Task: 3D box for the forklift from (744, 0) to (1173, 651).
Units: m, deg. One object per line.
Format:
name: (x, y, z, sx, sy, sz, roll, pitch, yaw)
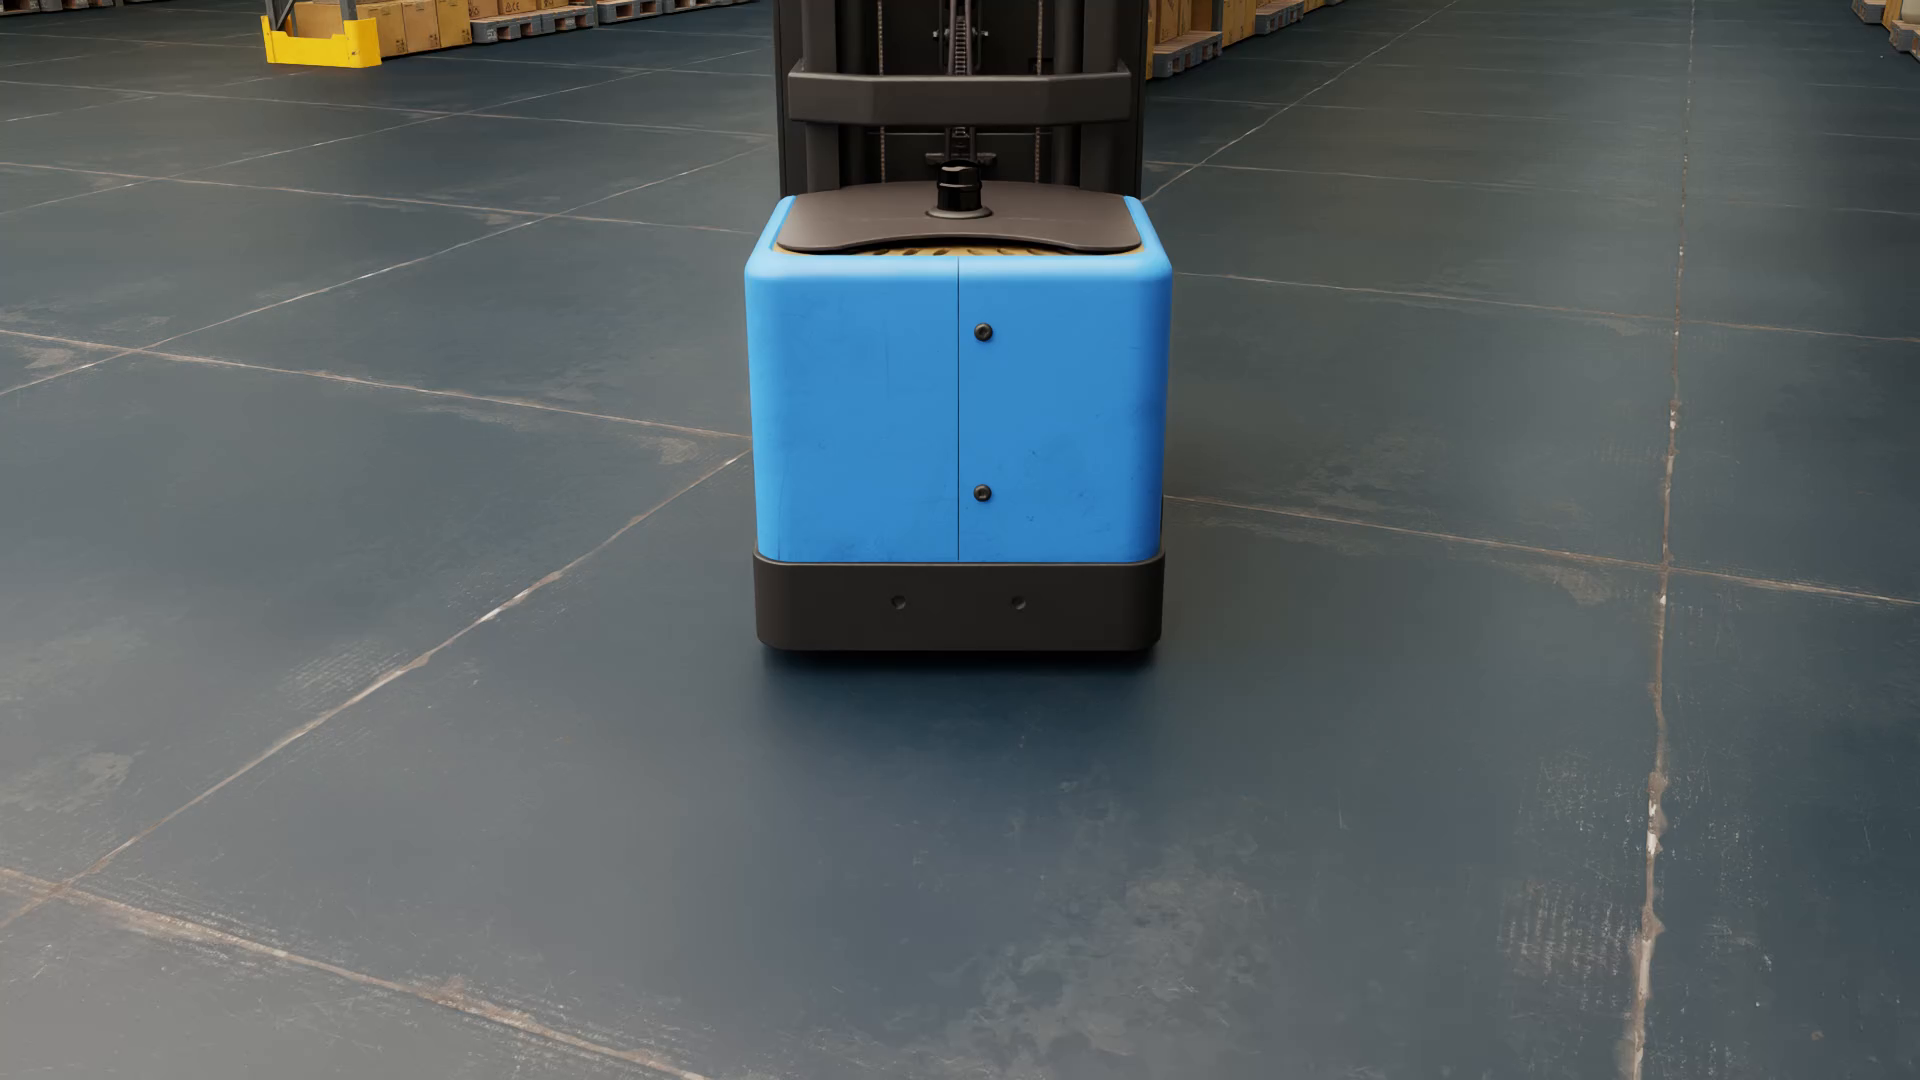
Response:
forklift: (0.002, -1.587, 5.089, 1.130, 2.935, 3.031, 0, 23, 0)
